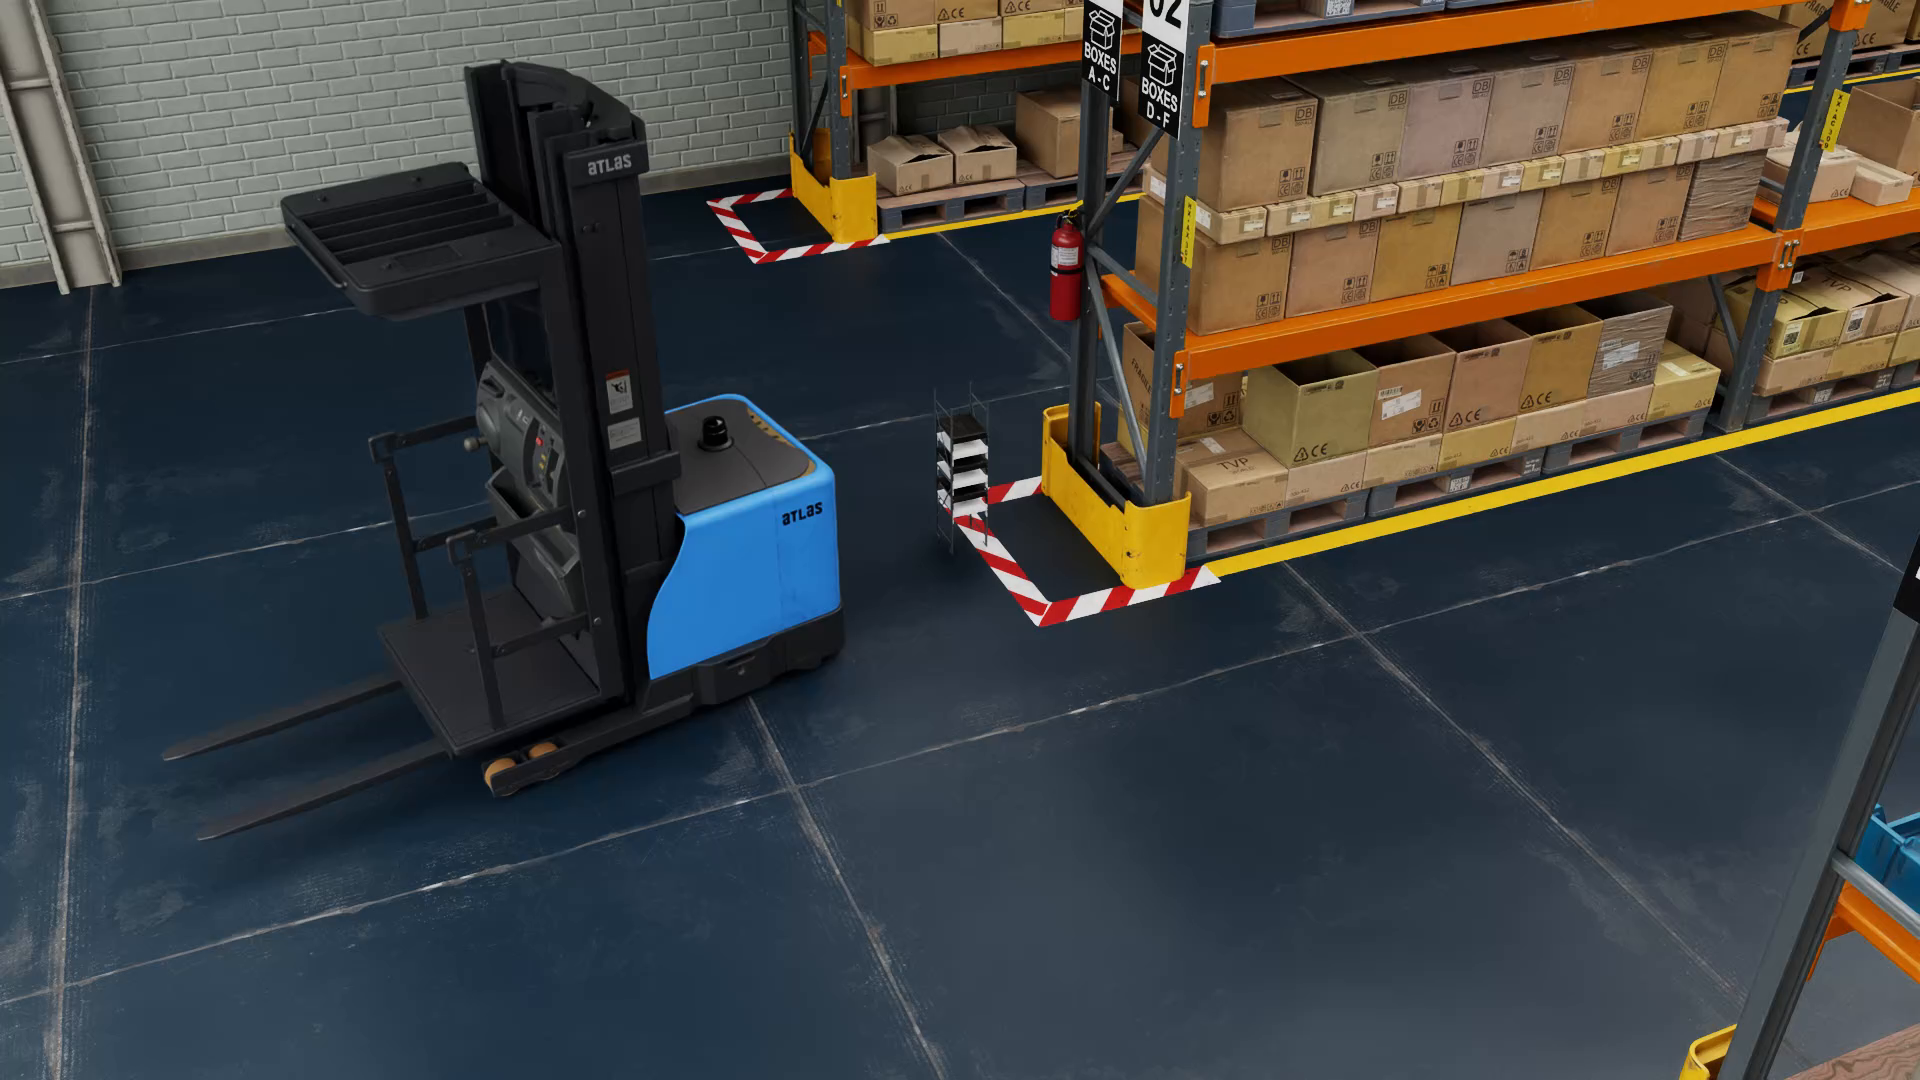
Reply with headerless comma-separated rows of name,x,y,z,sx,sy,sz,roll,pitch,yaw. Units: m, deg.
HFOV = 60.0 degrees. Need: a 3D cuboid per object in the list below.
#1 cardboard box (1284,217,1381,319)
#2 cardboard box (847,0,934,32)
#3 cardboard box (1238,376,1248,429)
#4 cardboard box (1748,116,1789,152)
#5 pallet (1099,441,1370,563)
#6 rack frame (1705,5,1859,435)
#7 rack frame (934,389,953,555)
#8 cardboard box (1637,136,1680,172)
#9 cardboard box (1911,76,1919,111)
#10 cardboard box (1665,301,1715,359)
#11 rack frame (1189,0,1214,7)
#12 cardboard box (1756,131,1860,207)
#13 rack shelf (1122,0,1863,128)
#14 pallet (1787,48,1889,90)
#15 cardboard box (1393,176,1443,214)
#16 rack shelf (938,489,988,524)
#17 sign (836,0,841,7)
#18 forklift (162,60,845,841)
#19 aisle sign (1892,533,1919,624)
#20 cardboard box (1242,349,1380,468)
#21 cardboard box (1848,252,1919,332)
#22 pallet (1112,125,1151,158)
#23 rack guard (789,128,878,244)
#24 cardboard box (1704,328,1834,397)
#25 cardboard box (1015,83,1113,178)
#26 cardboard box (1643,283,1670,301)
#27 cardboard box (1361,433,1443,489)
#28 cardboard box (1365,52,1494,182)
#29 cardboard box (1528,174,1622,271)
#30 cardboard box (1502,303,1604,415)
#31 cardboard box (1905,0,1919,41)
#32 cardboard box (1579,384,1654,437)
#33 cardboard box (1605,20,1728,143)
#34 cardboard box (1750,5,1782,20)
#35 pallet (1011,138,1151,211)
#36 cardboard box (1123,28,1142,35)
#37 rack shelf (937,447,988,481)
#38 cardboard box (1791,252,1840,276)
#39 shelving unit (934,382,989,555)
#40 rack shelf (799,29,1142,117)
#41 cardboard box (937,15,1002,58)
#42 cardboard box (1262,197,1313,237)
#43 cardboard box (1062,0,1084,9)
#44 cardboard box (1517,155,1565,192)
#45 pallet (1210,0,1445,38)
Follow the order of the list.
cardboard box,1.774,-1.568,8.735,0.500,0.500,0.700,-12,35,-18
cardboard box,-0.508,-4.020,12.027,0.500,0.500,0.500,-13,35,-19
cardboard box,1.693,-0.717,9.656,0.500,0.250,0.500,-13,35,-19
cardboard box,4.377,-2.313,9.287,0.250,0.149,0.380,-13,35,-19
pallet,1.545,-0.334,9.488,1.213,0.211,1.003,-13,35,-19
rack frame,4.545,-2.165,9.745,0.127,3.000,1.000,-13,35,-19
rack frame,-0.086,-0.357,8.892,0.006,0.900,0.240,-13,35,-19
cardboard box,3.666,-2.150,9.035,0.250,0.149,0.380,-13,35,-19
cardboard box,6.207,-2.578,10.287,0.500,0.500,0.500,-13,35,-19
cardboard box,4.815,-1.422,10.739,0.500,0.250,0.500,-13,35,-19
rack frame,0.856,-3.835,6.811,0.127,3.000,1.000,-13,35,-19
cardboard box,4.982,-2.228,9.979,0.500,0.250,0.500,-11,35,-16
rack shelf,2.700,-2.698,8.474,4.000,0.370,1.077,-13,35,-19
pallet,8.191,-4.715,16.220,1.213,0.211,1.003,-13,35,-19
cardboard box,2.253,-1.827,8.540,0.250,0.149,0.380,-14,36,-21
rack shelf,0.007,-0.200,9.041,0.200,0.077,0.258,-13,35,-19
sign,-0.855,-3.900,11.618,0.005,0.325,0.100,-13,35,-19
forklift,-2.075,-0.417,7.121,3.031,2.935,1.130,-20,38,-28
aisle sign,2.589,-0.052,4.115,0.004,0.787,0.394,-13,35,-19
cardboard box,1.897,-0.766,9.043,0.500,0.500,0.500,-13,35,-19
cardboard box,5.962,-1.598,10.496,0.500,0.311,0.500,-14,36,-20
pallet,2.018,-3.327,14.087,1.213,0.211,1.003,-13,35,-19
rack guard,-0.995,-2.779,12.980,0.348,0.500,1.175,-13,35,-19
cardboard box,5.012,-1.149,10.319,0.500,0.250,0.500,-14,35,-20
cardboard box,0.829,-3.298,13.375,0.500,0.500,0.700,-15,36,-22
cardboard box,3.996,-1.562,10.267,0.500,0.500,0.500,-13,35,-19
cardboard box,2.358,-0.558,9.411,0.500,0.250,0.500,-13,35,-19
cardboard box,2.288,-2.230,8.563,0.500,0.500,0.700,-13,35,-19
cardboard box,3.190,-1.891,9.233,0.500,0.500,0.700,-12,35,-18
cardboard box,3.277,-1.088,9.538,0.500,0.500,0.500,-13,35,-19
cardboard box,9.451,-5.416,16.328,0.750,0.750,0.750,-12,35,-18
cardboard box,3.737,-0.880,9.906,0.500,0.250,0.500,-13,35,-19
cardboard box,3.672,-2.546,9.050,0.500,0.500,0.700,-13,35,-19
cardboard box,7.040,-4.864,15.479,0.750,0.750,0.750,-13,35,-20
pallet,0.891,-3.067,13.688,1.213,0.211,1.003,-13,35,-19
cardboard box,1.384,-4.133,12.889,0.500,0.250,0.500,-13,35,-19
rack shelf,0.007,-0.426,8.894,0.200,0.077,0.258,-13,35,-19
cardboard box,5.284,-1.766,10.754,0.500,0.311,0.500,-12,35,-18
shelving unit,0.007,-0.379,8.925,0.210,0.900,0.258,-13,35,-19
rack shelf,0.779,-3.931,13.119,4.000,0.370,1.077,-13,35,-19
cardboard box,-0.019,-3.816,12.402,0.500,0.250,0.500,-14,36,-20
cardboard box,1.544,-1.666,8.291,0.250,0.149,0.380,-14,36,-20
cardboard box,0.902,-4.340,12.520,0.500,0.500,0.500,-12,35,-17
cardboard box,2.962,-1.989,8.787,0.250,0.149,0.380,-12,35,-17
pallet,1.518,-2.677,7.862,1.213,0.211,1.003,-13,35,-19
